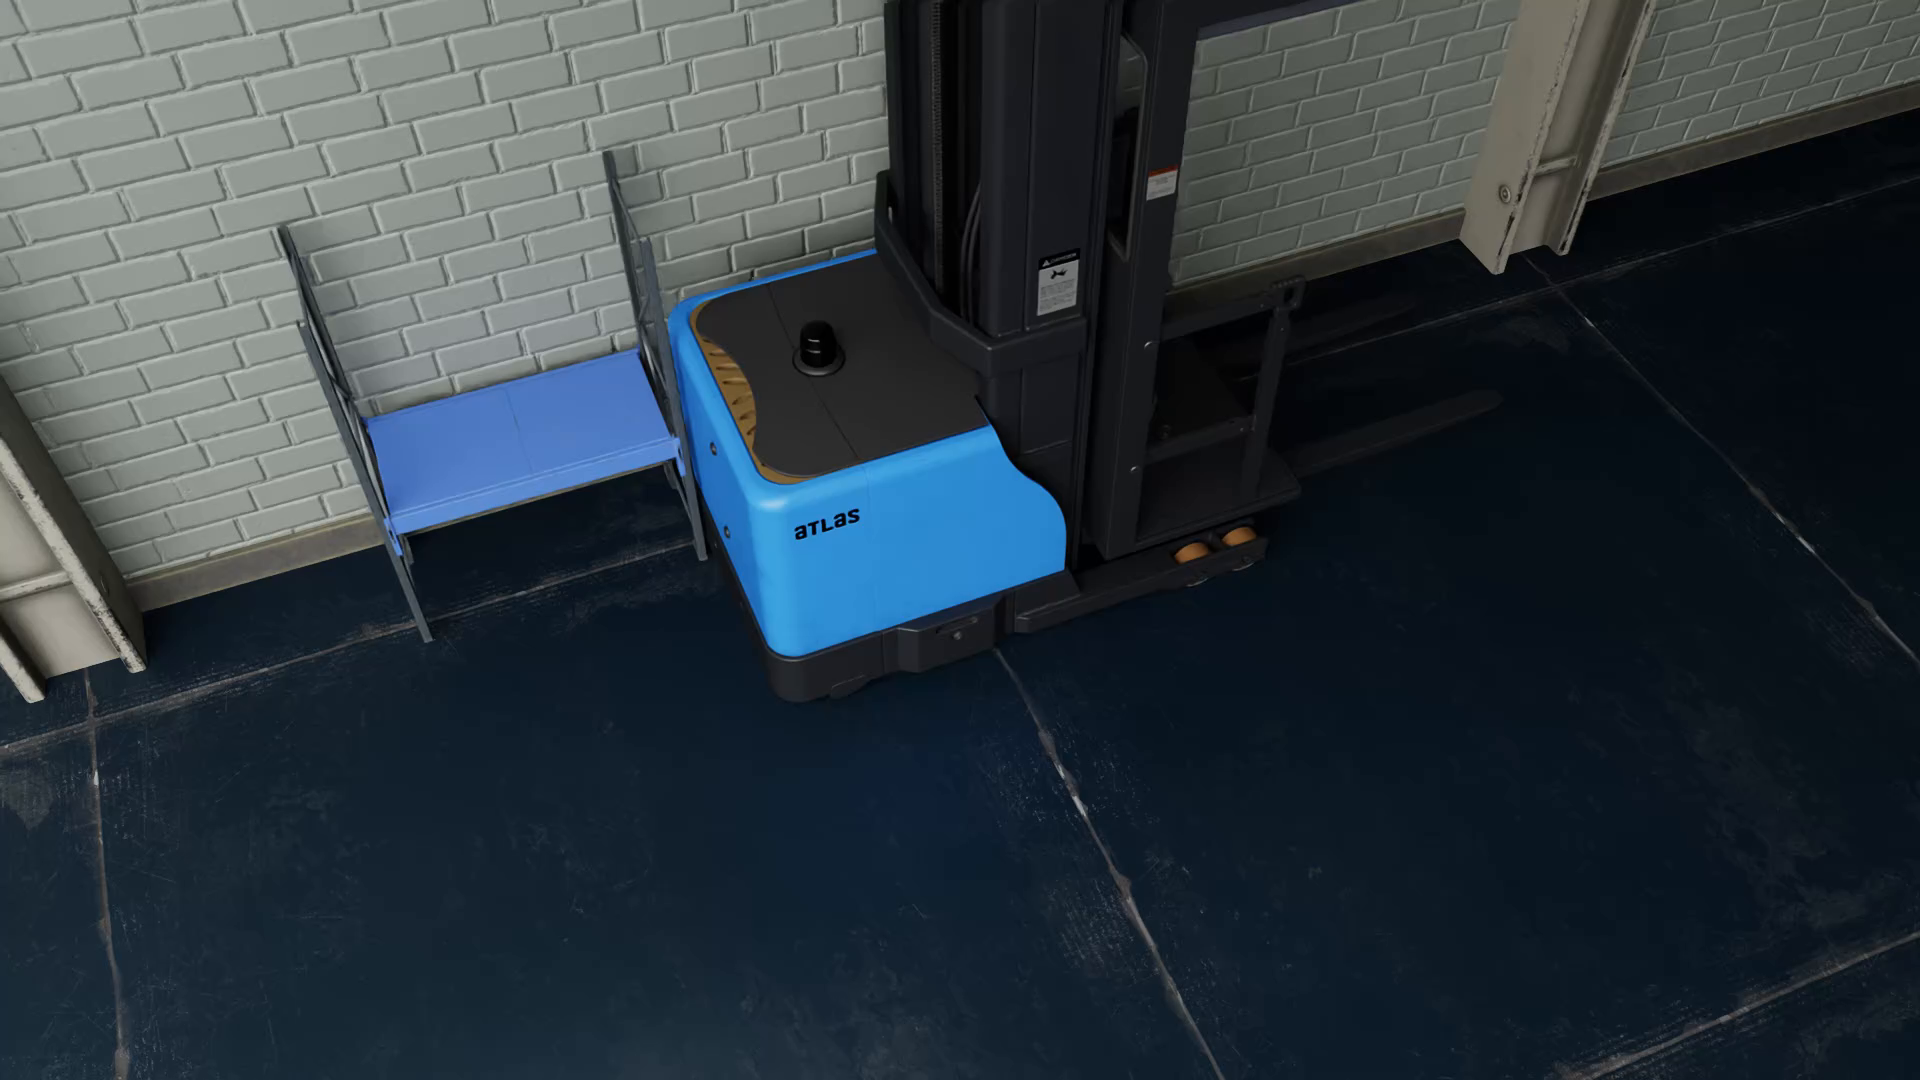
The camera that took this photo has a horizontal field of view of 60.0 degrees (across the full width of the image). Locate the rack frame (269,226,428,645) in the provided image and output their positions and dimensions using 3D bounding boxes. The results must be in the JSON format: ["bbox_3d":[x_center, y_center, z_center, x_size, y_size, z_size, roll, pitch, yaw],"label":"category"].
[{"bbox_3d":[-2.008,-0.294,5.514,0.032,1.500,0.500,-17,51,-14],"label":"rack frame"}]

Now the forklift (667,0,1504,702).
[{"bbox_3d":[0.581,-1.140,5.297,3.031,2.935,1.130,-18,52,-15],"label":"forklift"}]

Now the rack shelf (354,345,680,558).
[{"bbox_3d":[-1.537,-0.320,5.774,1.000,0.185,0.538,-17,51,-14],"label":"rack shelf"}]

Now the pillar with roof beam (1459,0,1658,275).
[{"bbox_3d":[4.077,-1.227,1.372,0.400,9.000,9.100,-17,52,-14],"label":"pillar with roof beam"}]

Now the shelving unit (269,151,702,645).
[{"bbox_3d":[-1.537,-0.438,5.637,1.048,1.500,0.538,-17,51,-14],"label":"shelving unit"}]

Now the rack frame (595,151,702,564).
[{"bbox_3d":[-1.065,-0.582,5.761,0.032,1.500,0.500,-17,51,-14],"label":"rack frame"}]
